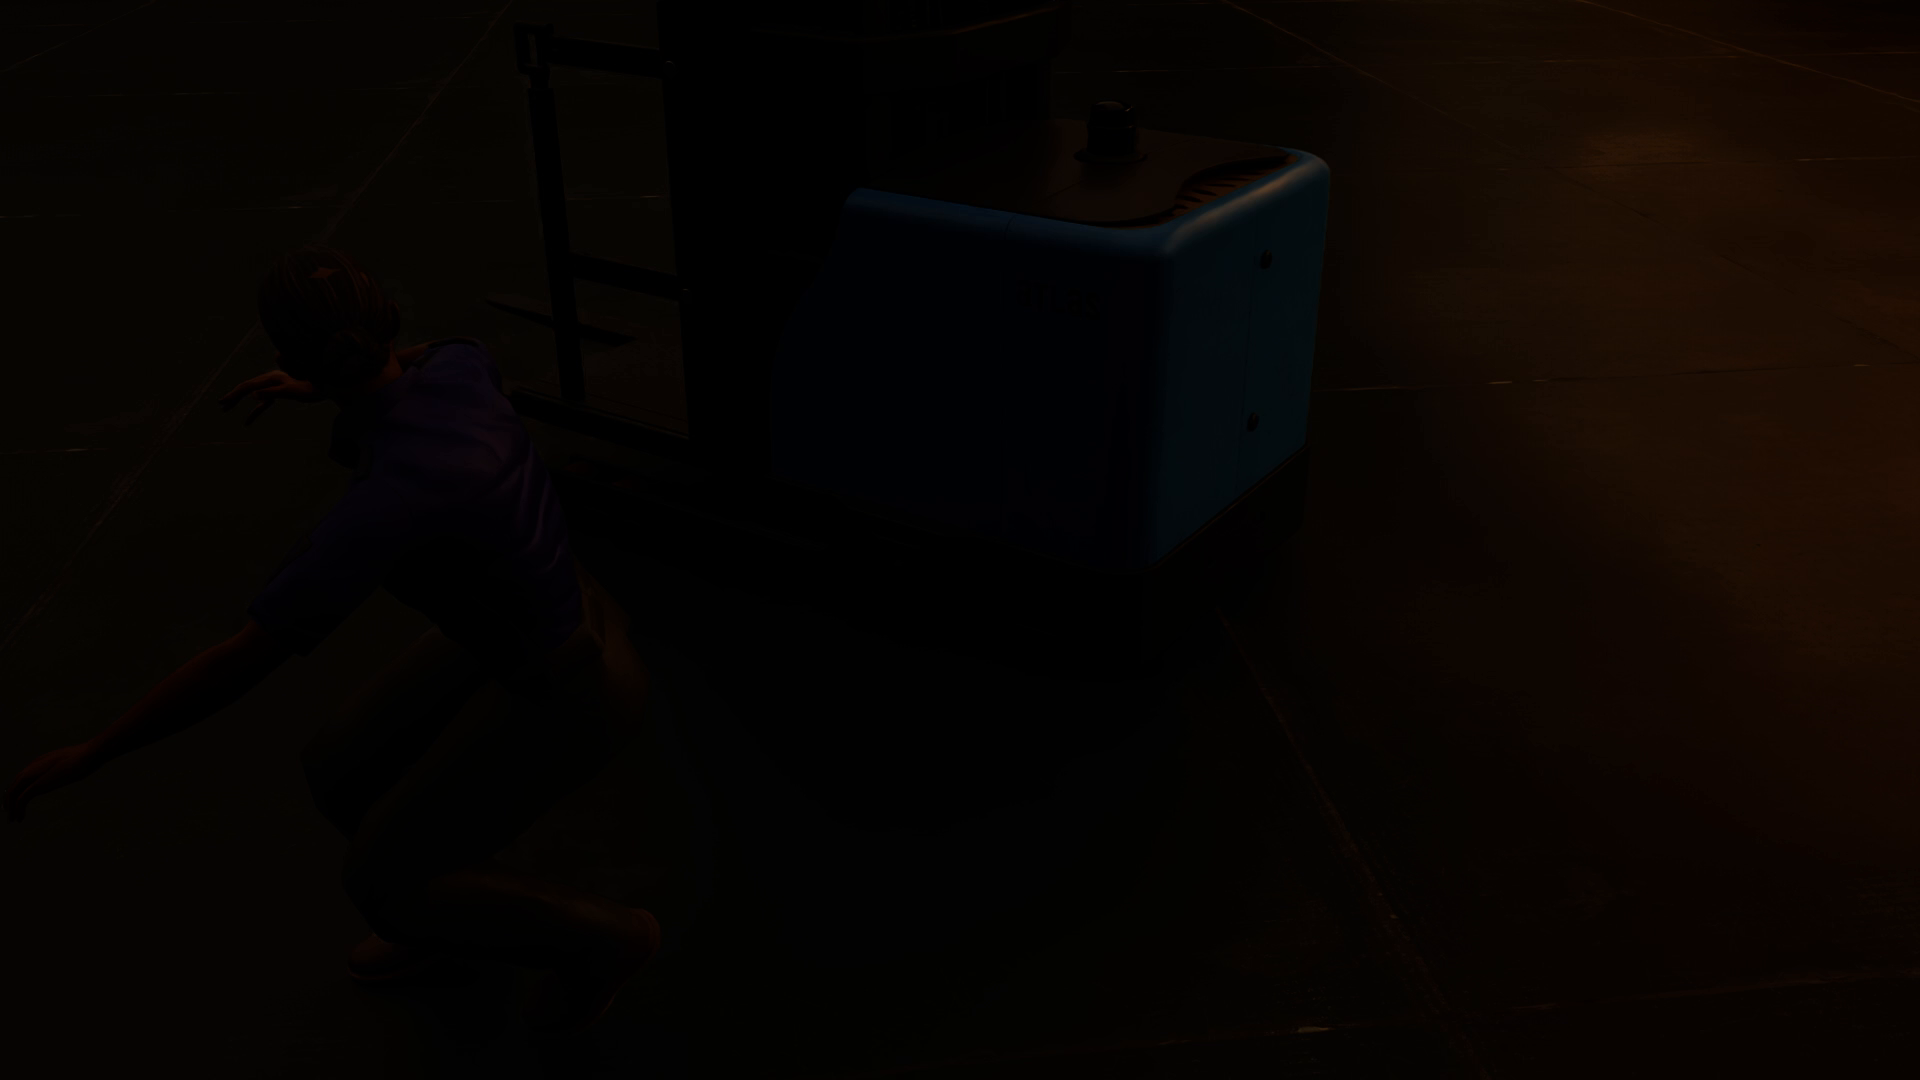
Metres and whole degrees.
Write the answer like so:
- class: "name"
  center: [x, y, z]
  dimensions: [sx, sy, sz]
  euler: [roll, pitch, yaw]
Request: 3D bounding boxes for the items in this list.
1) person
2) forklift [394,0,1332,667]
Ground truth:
- class: "person"
  center: [-0.958, 0.199, 2.616]
  dimensions: [0.909, 1.381, 0.705]
  euler: [-8, 27, -16]
- class: "forklift"
  center: [-0.570, -1.501, 4.345]
  dimensions: [3.031, 2.935, 1.130]
  euler: [16, 30, 30]
